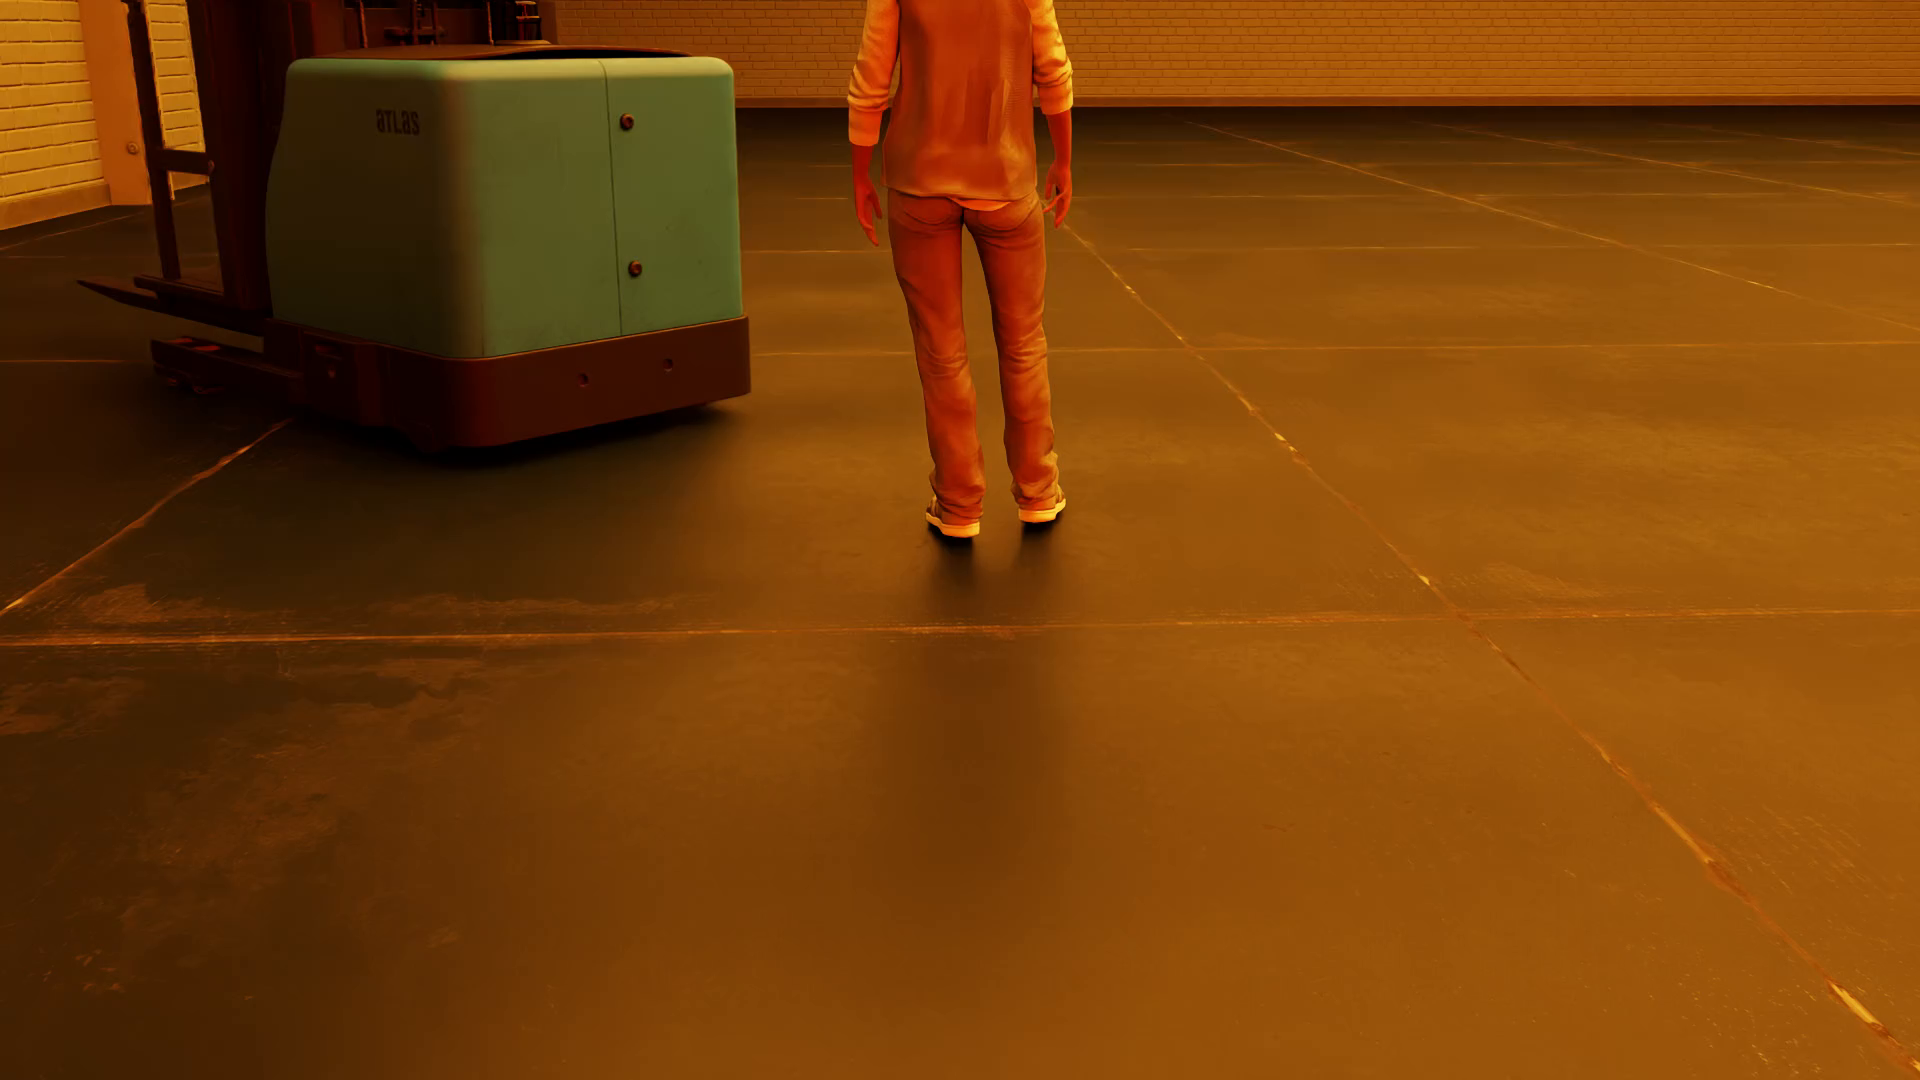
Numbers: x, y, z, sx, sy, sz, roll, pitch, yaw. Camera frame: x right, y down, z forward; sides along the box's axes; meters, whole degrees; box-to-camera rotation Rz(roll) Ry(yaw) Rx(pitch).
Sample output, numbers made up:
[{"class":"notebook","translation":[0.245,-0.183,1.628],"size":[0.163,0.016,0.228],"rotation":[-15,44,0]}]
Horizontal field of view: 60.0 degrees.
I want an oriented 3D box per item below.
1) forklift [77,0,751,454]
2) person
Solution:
[{"class":"forklift","translation":[-2.085,-1.979,5.376],"size":[3.031,2.935,1.130],"rotation":[15,22,40]},{"class":"person","translation":[0.010,-0.785,3.755],"size":[0.521,1.582,0.475],"rotation":[-1,17,-3]}]
